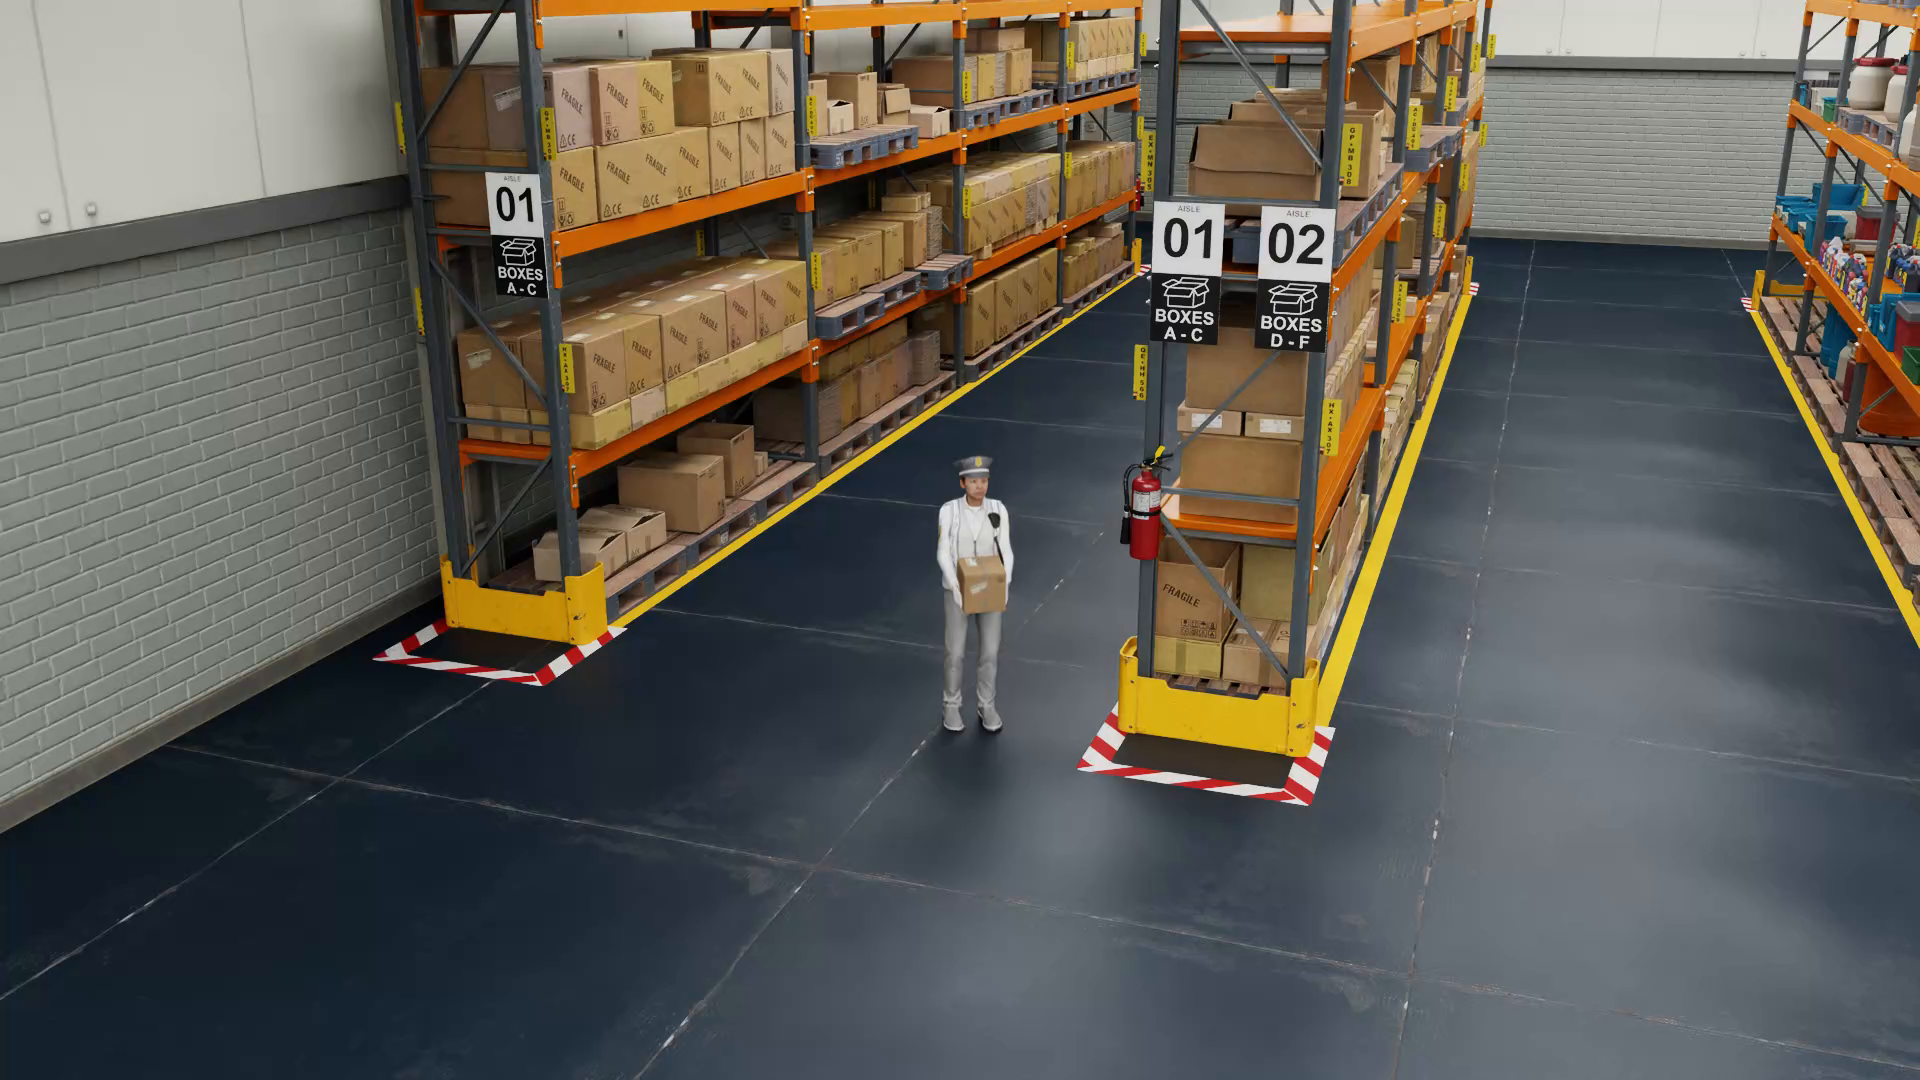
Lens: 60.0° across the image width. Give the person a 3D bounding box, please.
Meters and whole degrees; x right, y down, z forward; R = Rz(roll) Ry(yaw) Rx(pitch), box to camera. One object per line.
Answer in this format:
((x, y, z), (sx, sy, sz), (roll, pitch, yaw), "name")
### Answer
((0.097, 0.327, 10.047), (0.467, 1.695, 0.554), (-3, 19, -10), "person")
